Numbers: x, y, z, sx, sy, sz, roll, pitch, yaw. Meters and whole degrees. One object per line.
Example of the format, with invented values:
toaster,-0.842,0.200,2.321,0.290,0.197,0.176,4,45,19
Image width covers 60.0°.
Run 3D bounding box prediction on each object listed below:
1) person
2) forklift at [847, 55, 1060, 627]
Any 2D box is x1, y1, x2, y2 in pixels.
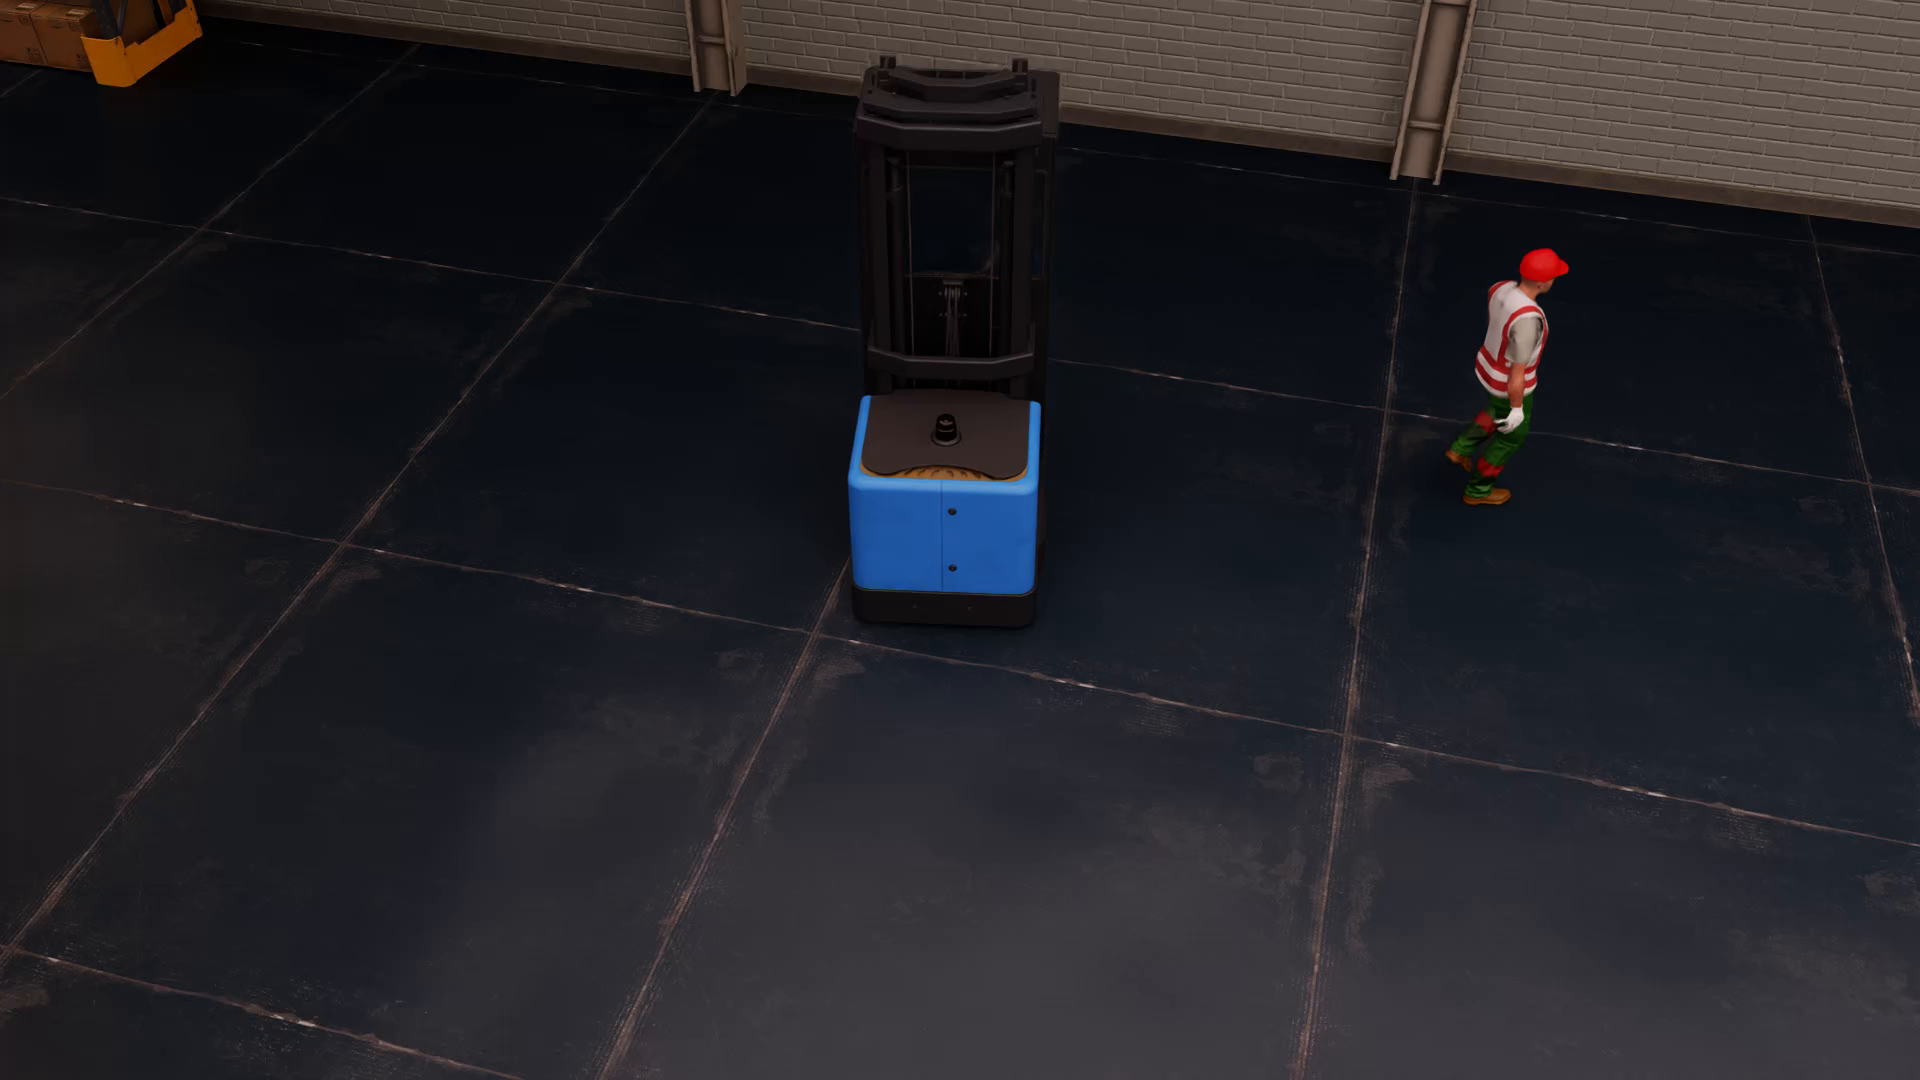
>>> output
person,3.273,-0.964,9.846,0.468,1.767,0.719,-6,42,-7
forklift,-0.011,-1.566,9.648,1.130,2.935,3.031,2,41,2
